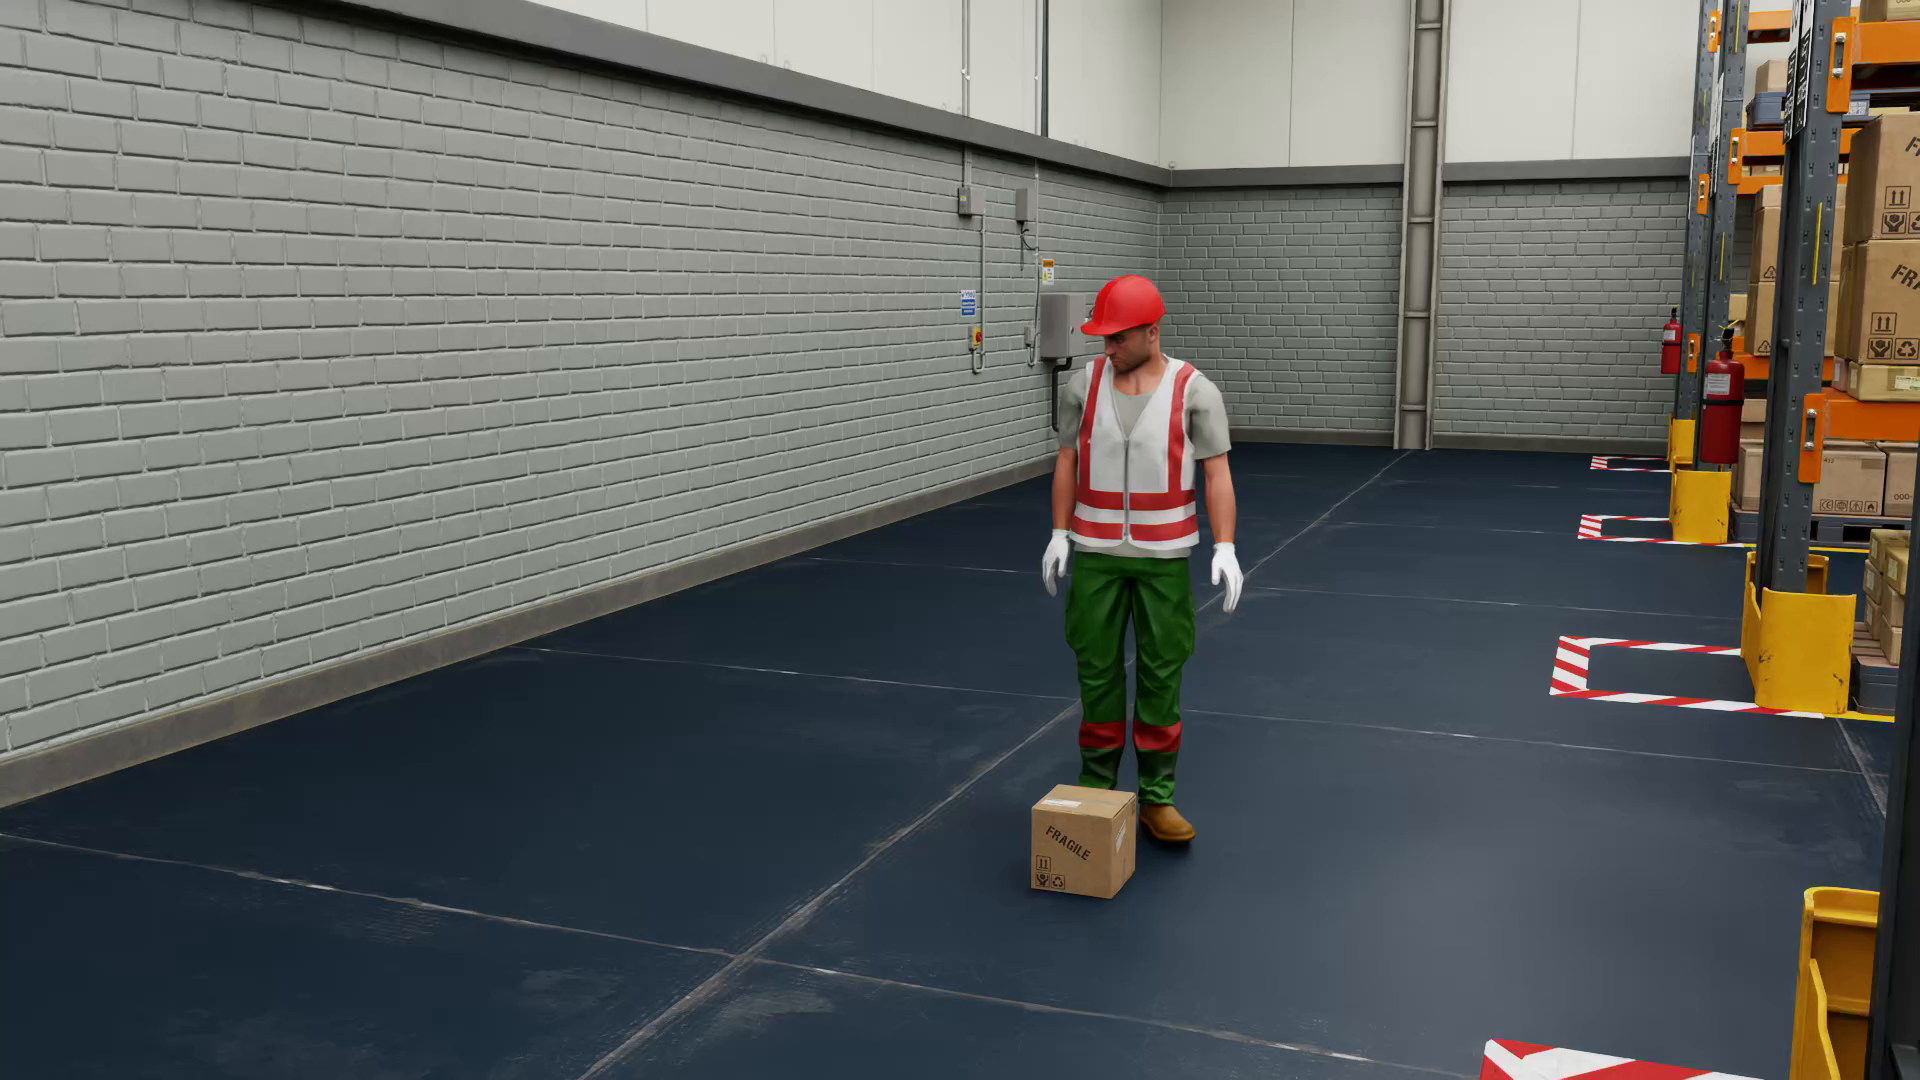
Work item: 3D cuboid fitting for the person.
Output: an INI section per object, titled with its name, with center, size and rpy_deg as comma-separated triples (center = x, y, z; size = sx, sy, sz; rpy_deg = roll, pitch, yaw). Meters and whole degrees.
[person]
center = 0.571, 0.070, 5.267
size = 0.656, 1.800, 0.378
rpy_deg = 2, 9, 13
